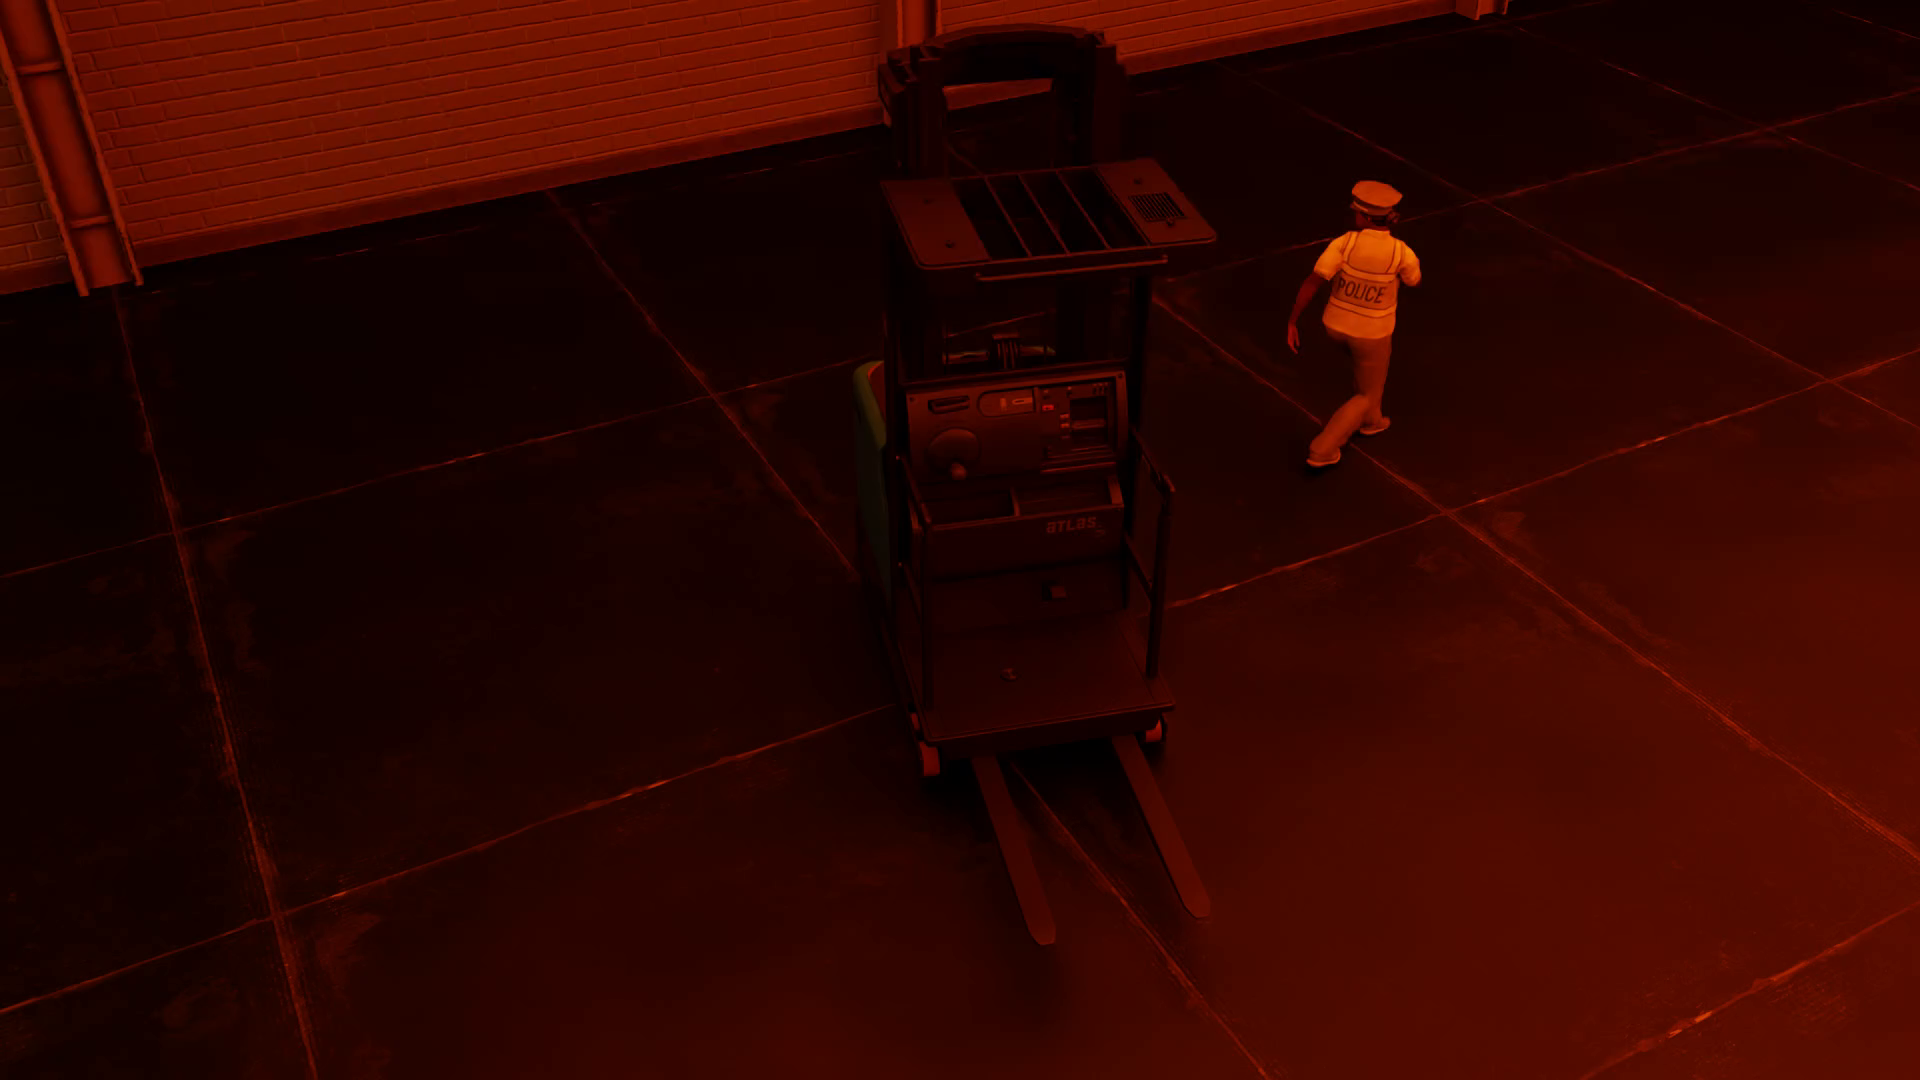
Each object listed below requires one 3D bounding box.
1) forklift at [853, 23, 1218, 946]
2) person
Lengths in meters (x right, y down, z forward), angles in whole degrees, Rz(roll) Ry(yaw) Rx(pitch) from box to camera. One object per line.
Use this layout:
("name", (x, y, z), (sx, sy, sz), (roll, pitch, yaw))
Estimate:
("forklift", (0.289, -0.408, 6.700), (1.130, 2.935, 3.031), (-7, 36, -10))
("person", (2.165, -1.153, 8.966), (0.470, 1.599, 0.890), (28, 44, 33))
